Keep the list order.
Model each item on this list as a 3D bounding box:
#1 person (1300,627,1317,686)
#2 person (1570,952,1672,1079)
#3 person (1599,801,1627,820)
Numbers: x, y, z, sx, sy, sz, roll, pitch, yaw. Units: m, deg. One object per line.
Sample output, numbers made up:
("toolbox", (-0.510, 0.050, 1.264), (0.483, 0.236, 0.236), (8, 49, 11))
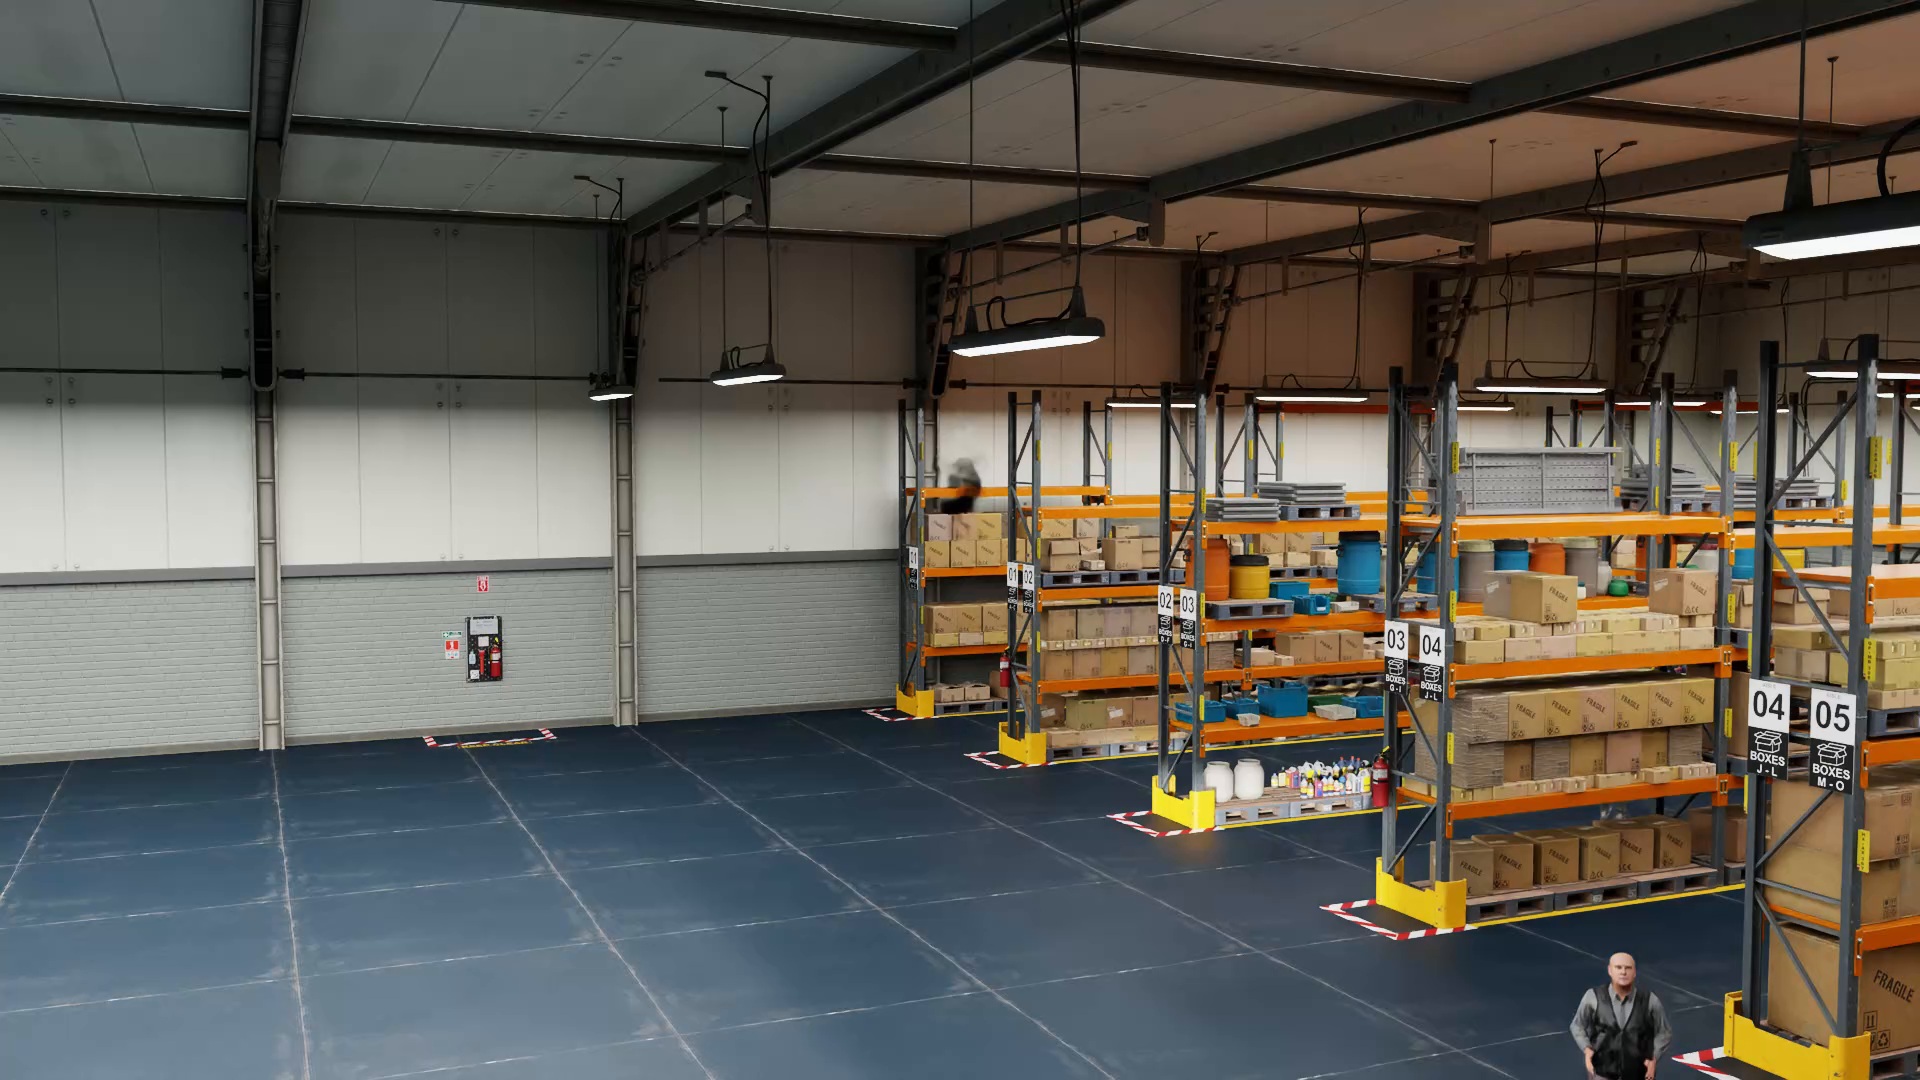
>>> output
("person", (6.555, 2.483, 31.487), (0.572, 1.655, 0.563), (-2, 4, -25))
("person", (4.512, 3.658, 11.367), (0.657, 1.672, 0.577), (1, 4, 20))
("person", (8.773, 3.049, 22.412), (0.656, 1.583, 0.506), (-3, 4, -40))
